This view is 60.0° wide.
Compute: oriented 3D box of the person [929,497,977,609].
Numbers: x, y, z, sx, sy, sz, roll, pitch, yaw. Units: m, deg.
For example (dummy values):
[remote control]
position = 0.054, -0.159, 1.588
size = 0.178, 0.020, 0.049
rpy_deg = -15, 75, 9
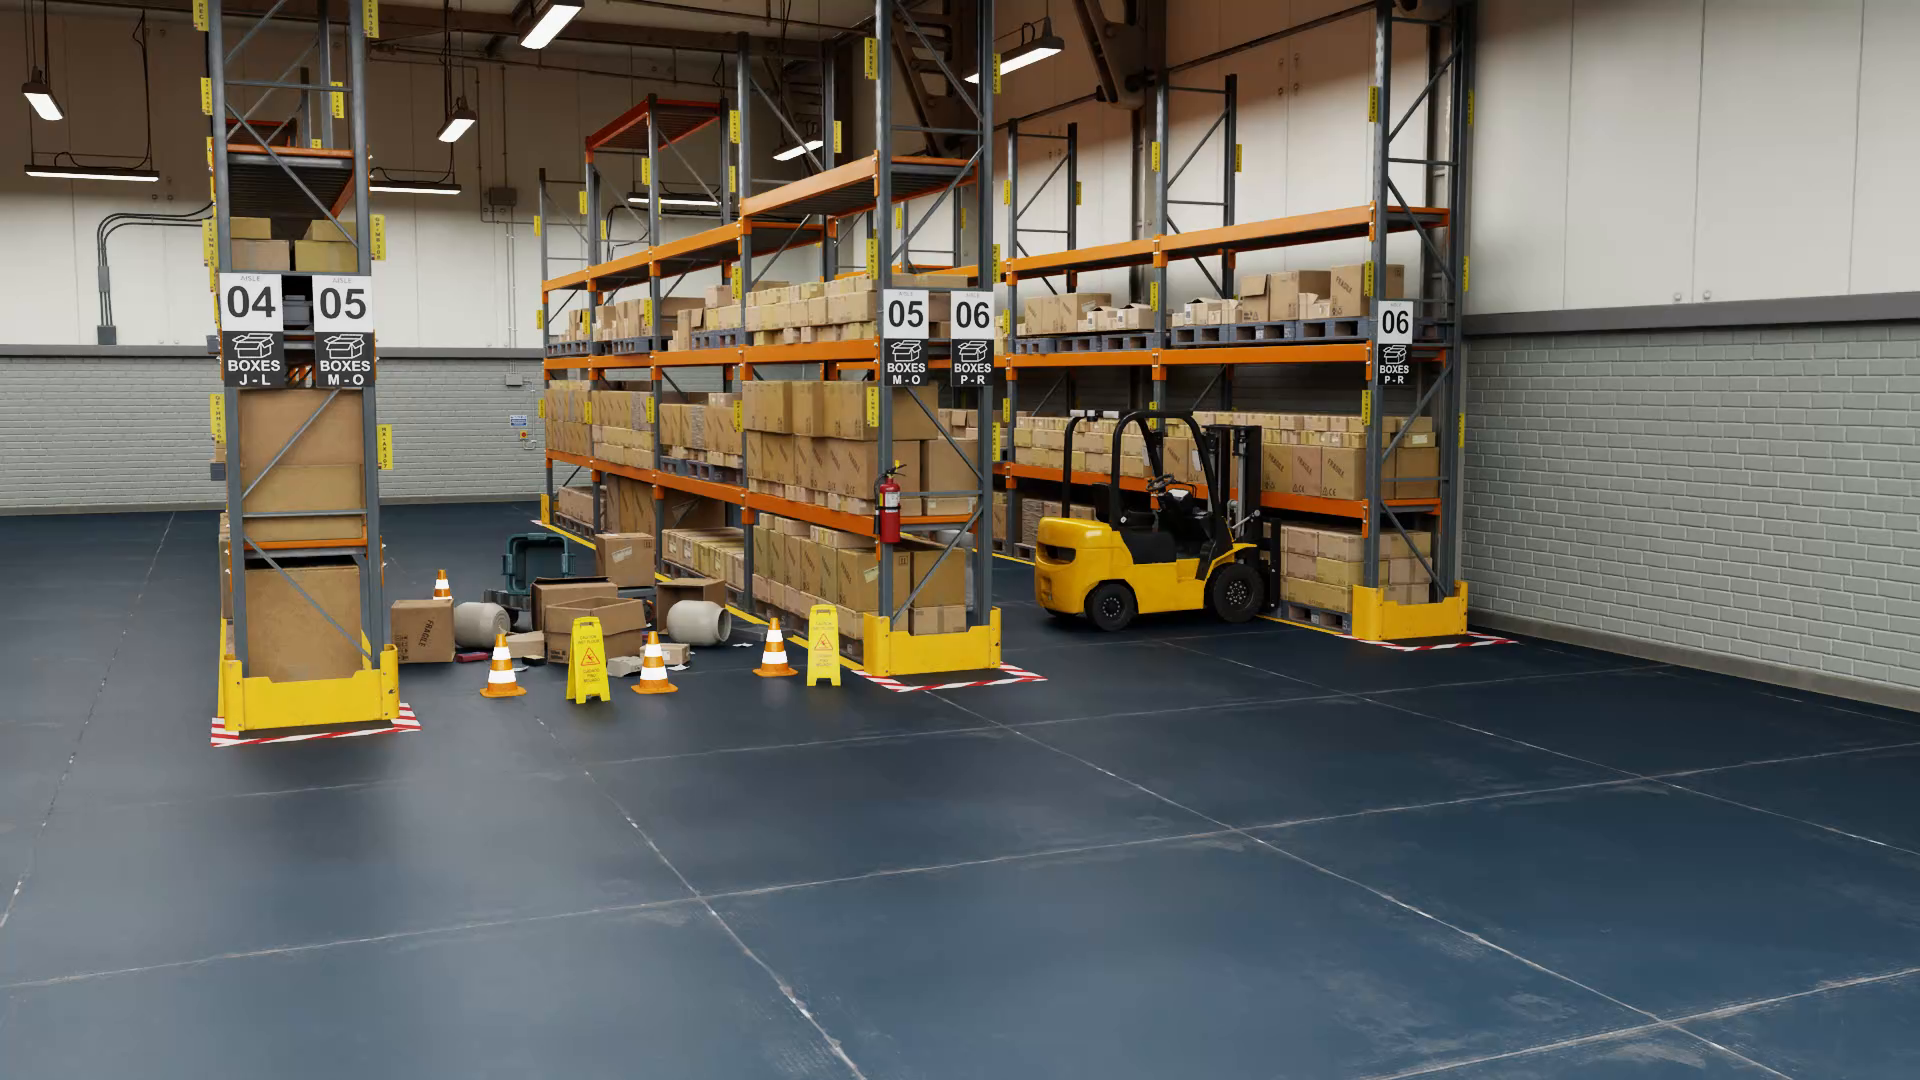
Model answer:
[person]
position = -0.080, -0.073, 17.648
size = 0.575, 1.670, 0.523
rpy_deg = -3, 6, -25
